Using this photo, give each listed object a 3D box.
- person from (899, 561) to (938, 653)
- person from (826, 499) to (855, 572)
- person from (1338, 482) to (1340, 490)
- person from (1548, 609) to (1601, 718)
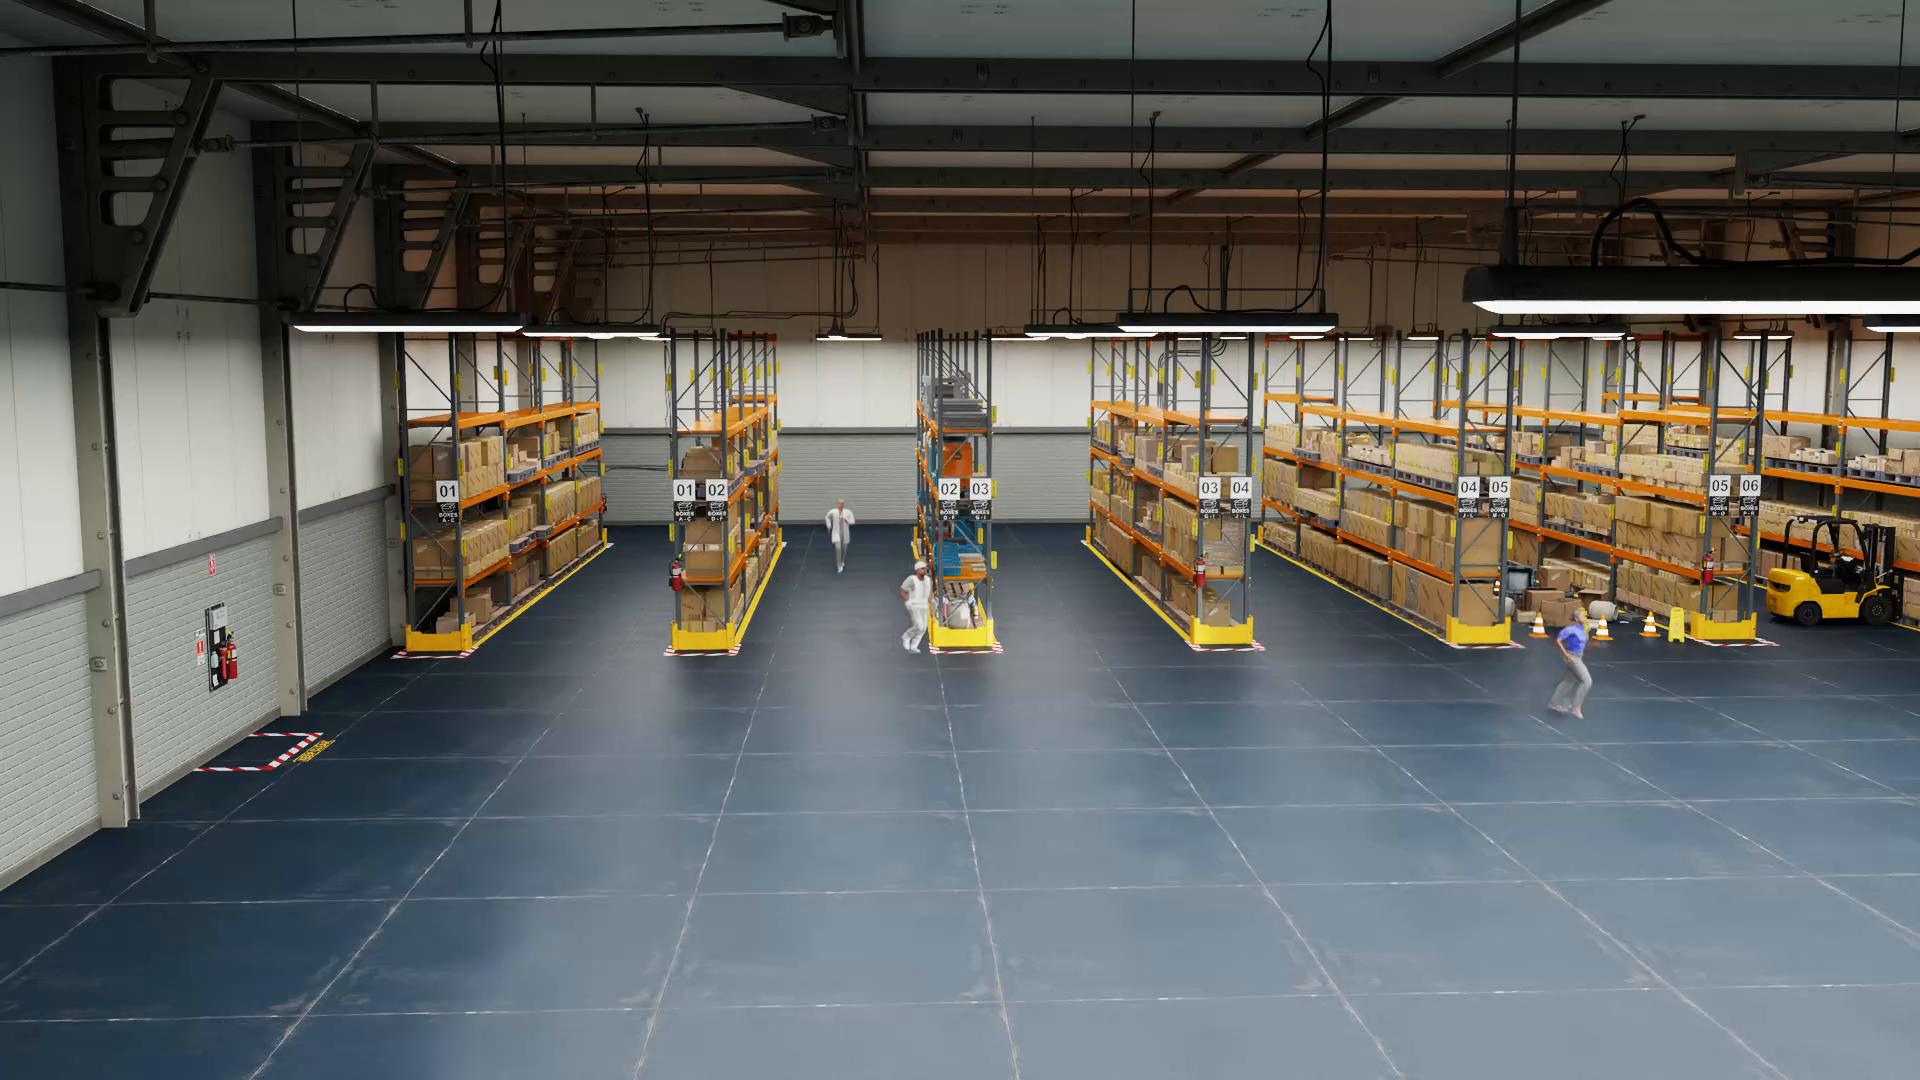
[{"bbox_3d":[-0.760,1.257,30.785,0.691,1.731,0.563,-6,9,-43],"label":"person"},{"bbox_3d":[-3.014,-0.141,42.045,0.697,1.784,1.042,-2,7,-13],"label":"person"},{"bbox_3d":[11.282,-0.886,49.269,0.819,1.663,0.576,0,7,-2],"label":"person"},{"bbox_3d":[9.490,1.909,25.651,0.713,1.708,0.546,4,8,29],"label":"person"}]
